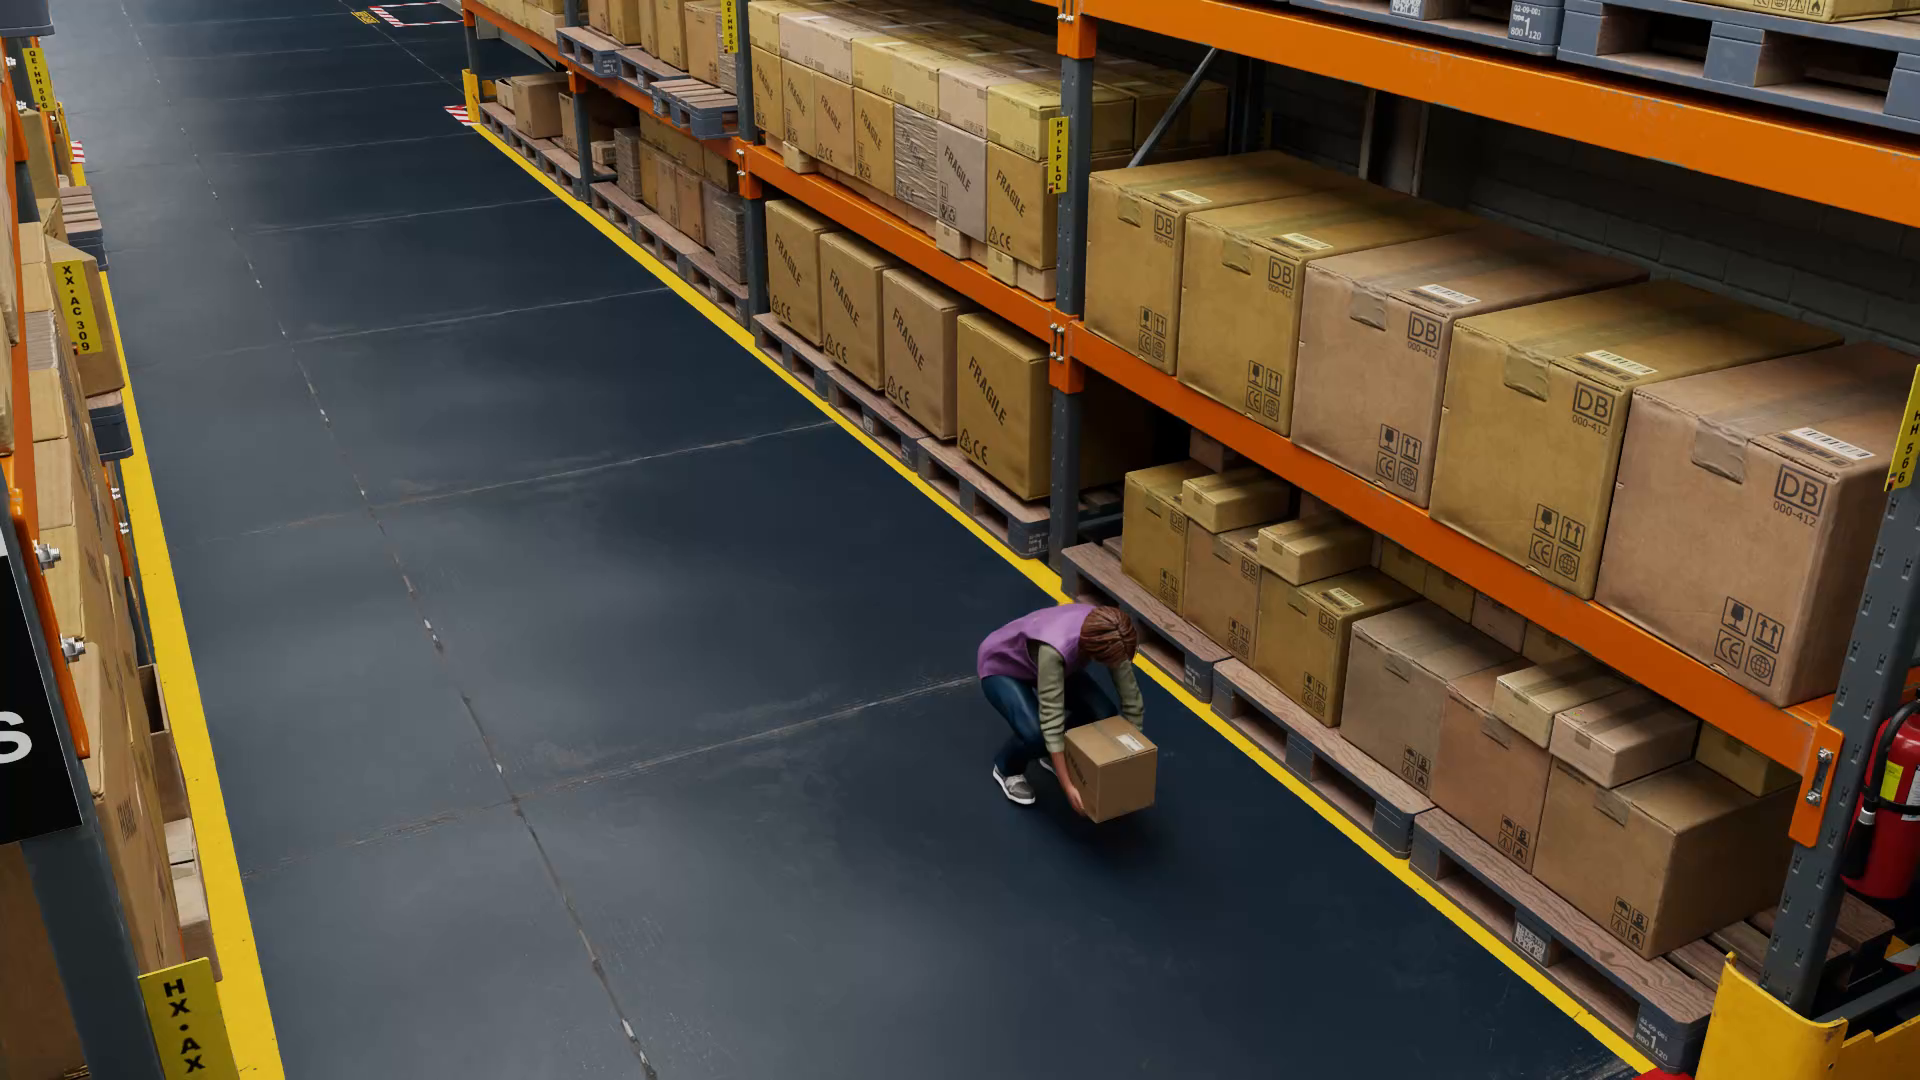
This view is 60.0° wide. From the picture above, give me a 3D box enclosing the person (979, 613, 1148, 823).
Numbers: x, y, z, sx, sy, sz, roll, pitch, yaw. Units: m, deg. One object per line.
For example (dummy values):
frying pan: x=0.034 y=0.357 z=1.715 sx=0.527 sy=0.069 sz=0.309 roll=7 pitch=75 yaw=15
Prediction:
person: x=0.387 y=0.592 z=6.223 sx=0.474 sy=0.889 sz=0.800 roll=-13 pitch=29 yaw=-25
